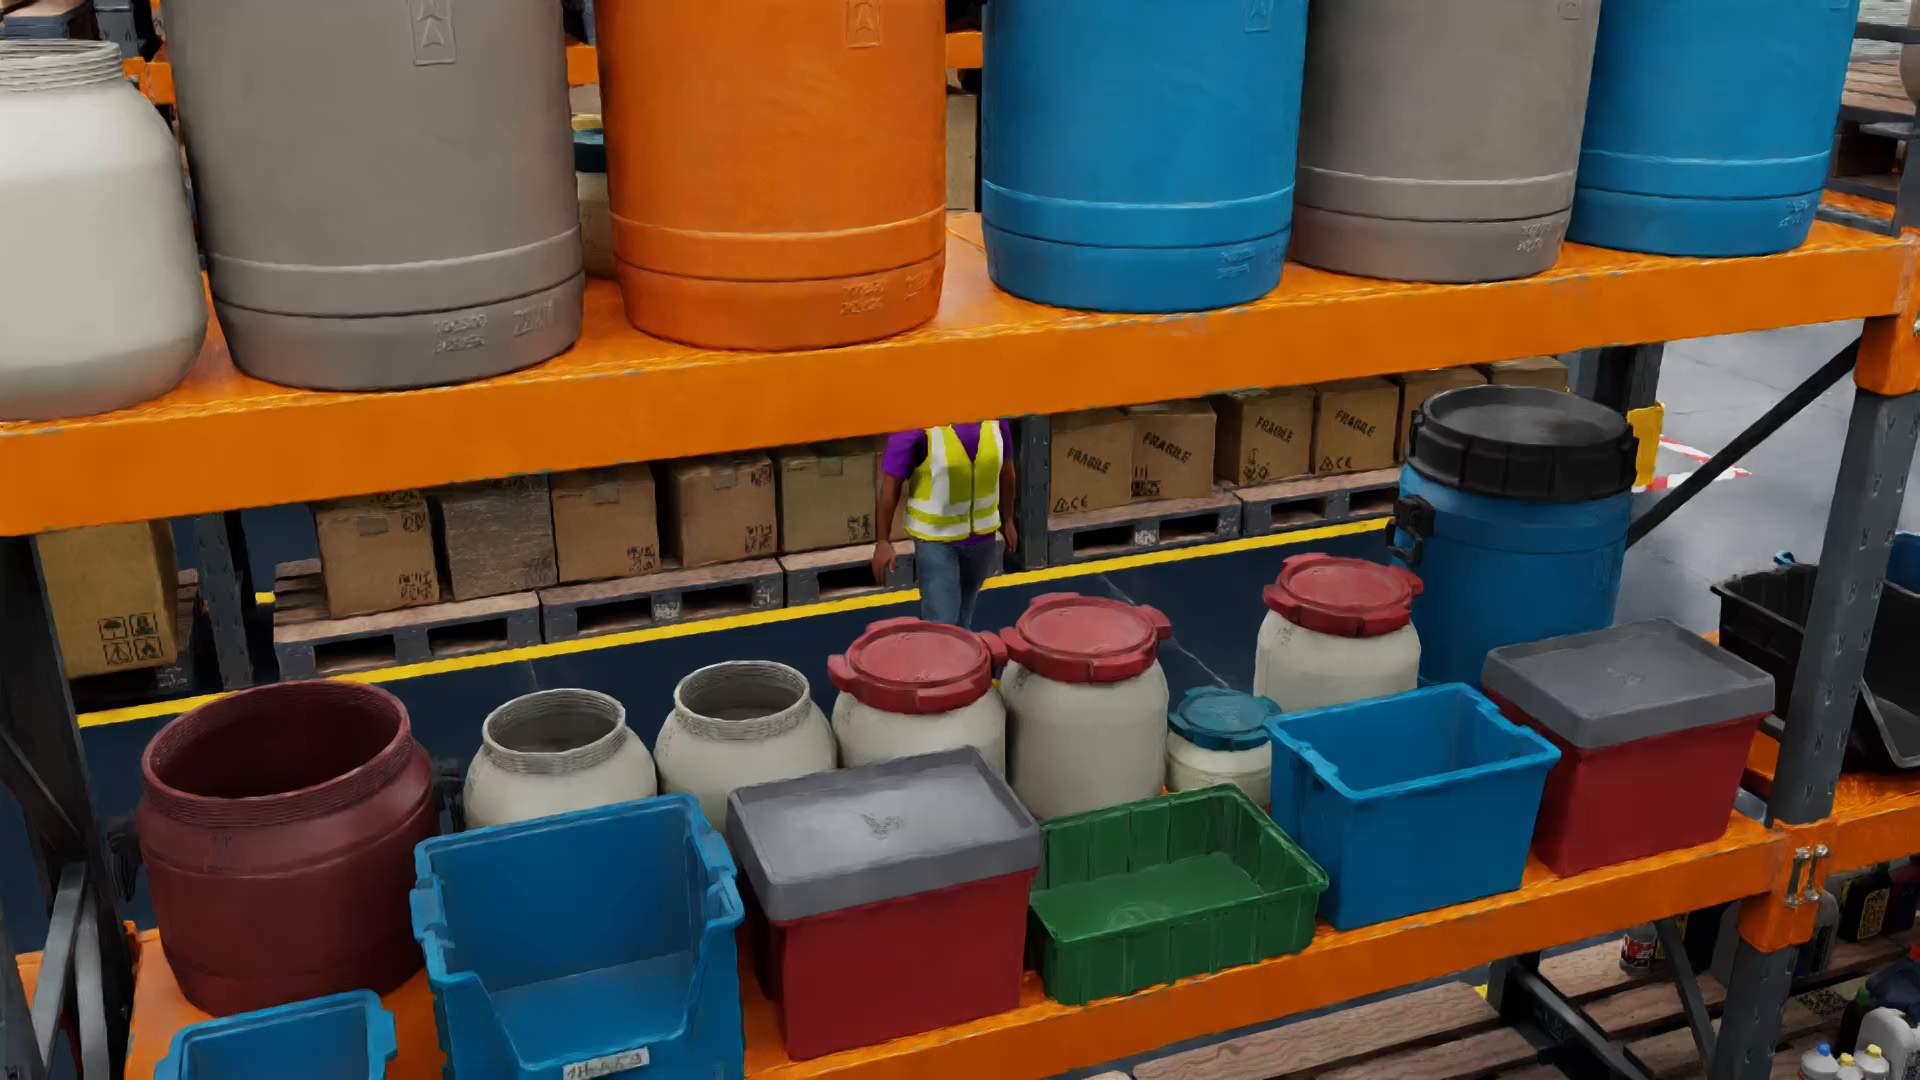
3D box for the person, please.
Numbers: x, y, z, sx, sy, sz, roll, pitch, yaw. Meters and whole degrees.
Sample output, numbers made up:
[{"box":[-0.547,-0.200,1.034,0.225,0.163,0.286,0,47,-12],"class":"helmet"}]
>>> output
[{"box":[-0.028,-0.009,7.059,0.708,1.766,0.628,-15,27,-32],"class":"person"}]
